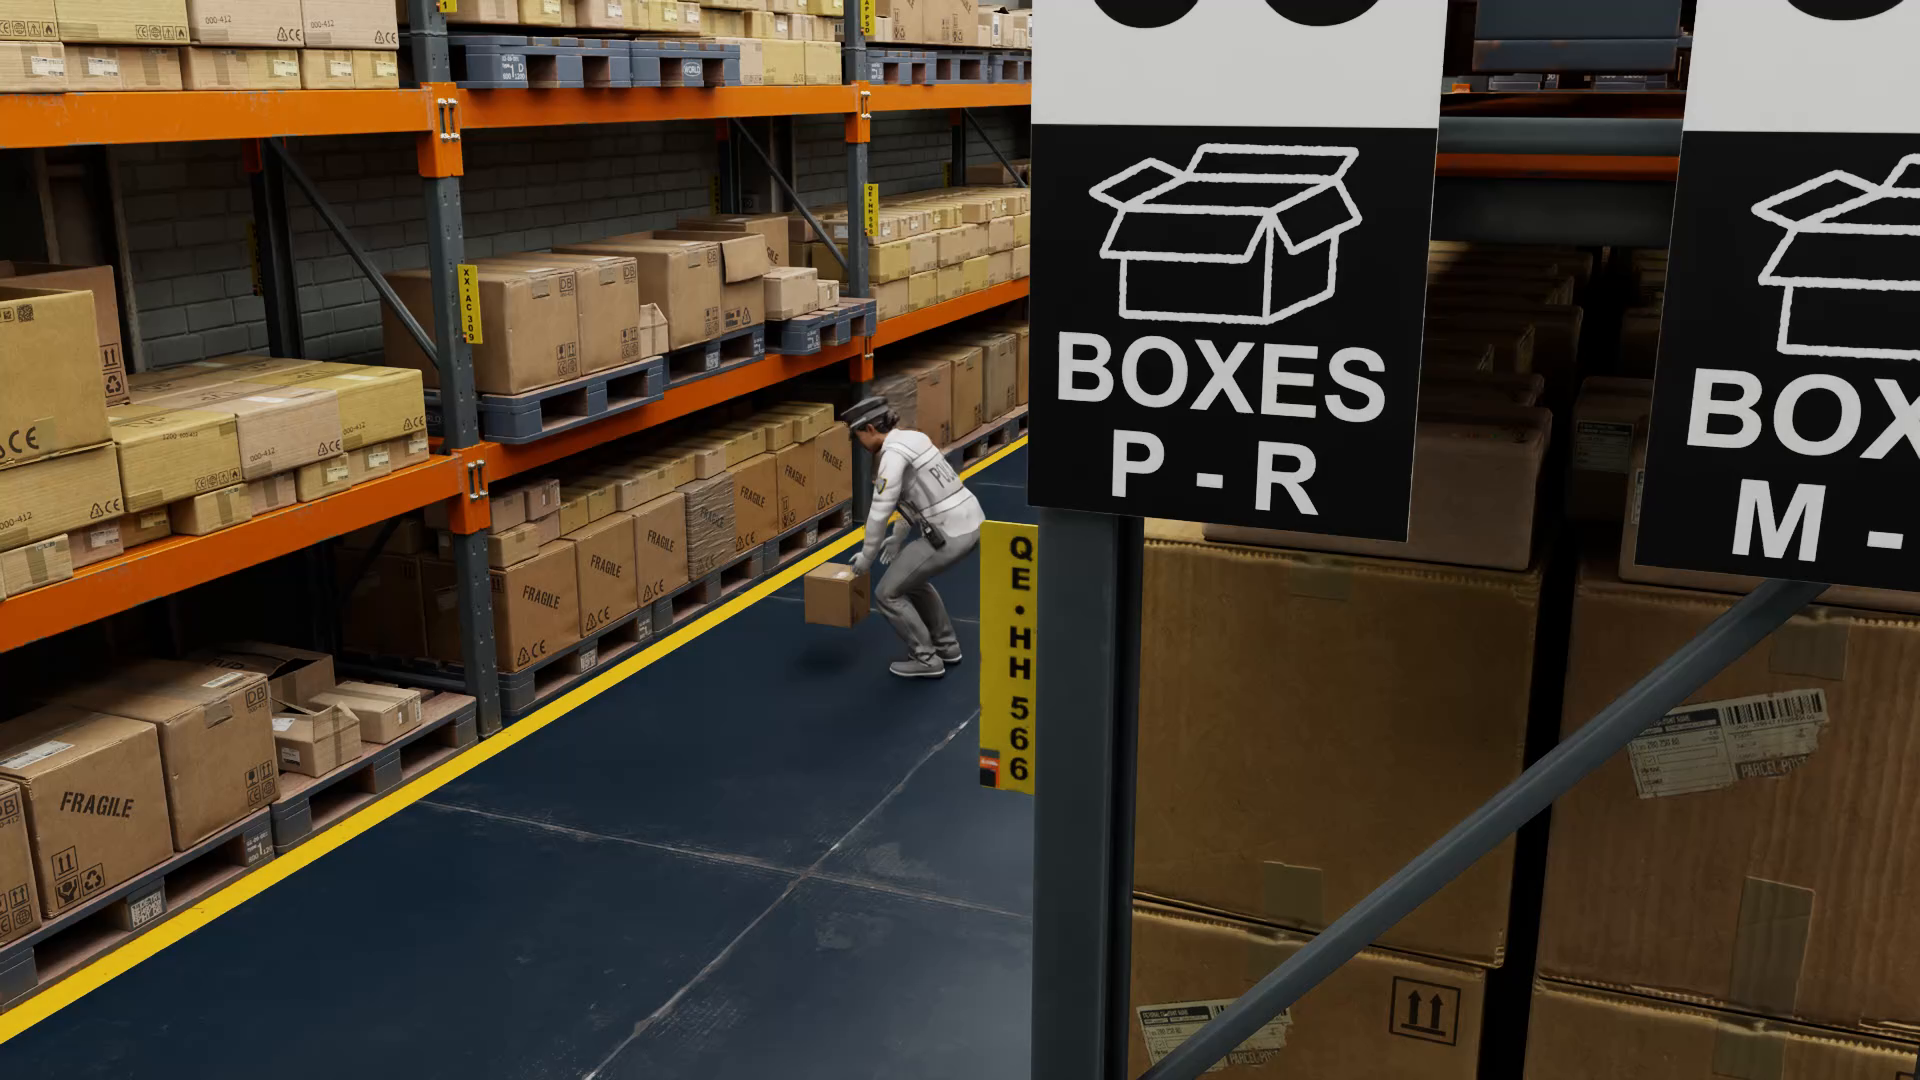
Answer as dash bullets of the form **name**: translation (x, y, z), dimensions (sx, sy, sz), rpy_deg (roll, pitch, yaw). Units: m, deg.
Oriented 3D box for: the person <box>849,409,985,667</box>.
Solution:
- **person**: translation (3.691, -0.753, 9.216), dimensions (6.986, 2.202, 5.623), rpy_deg (6, 17, 21)
